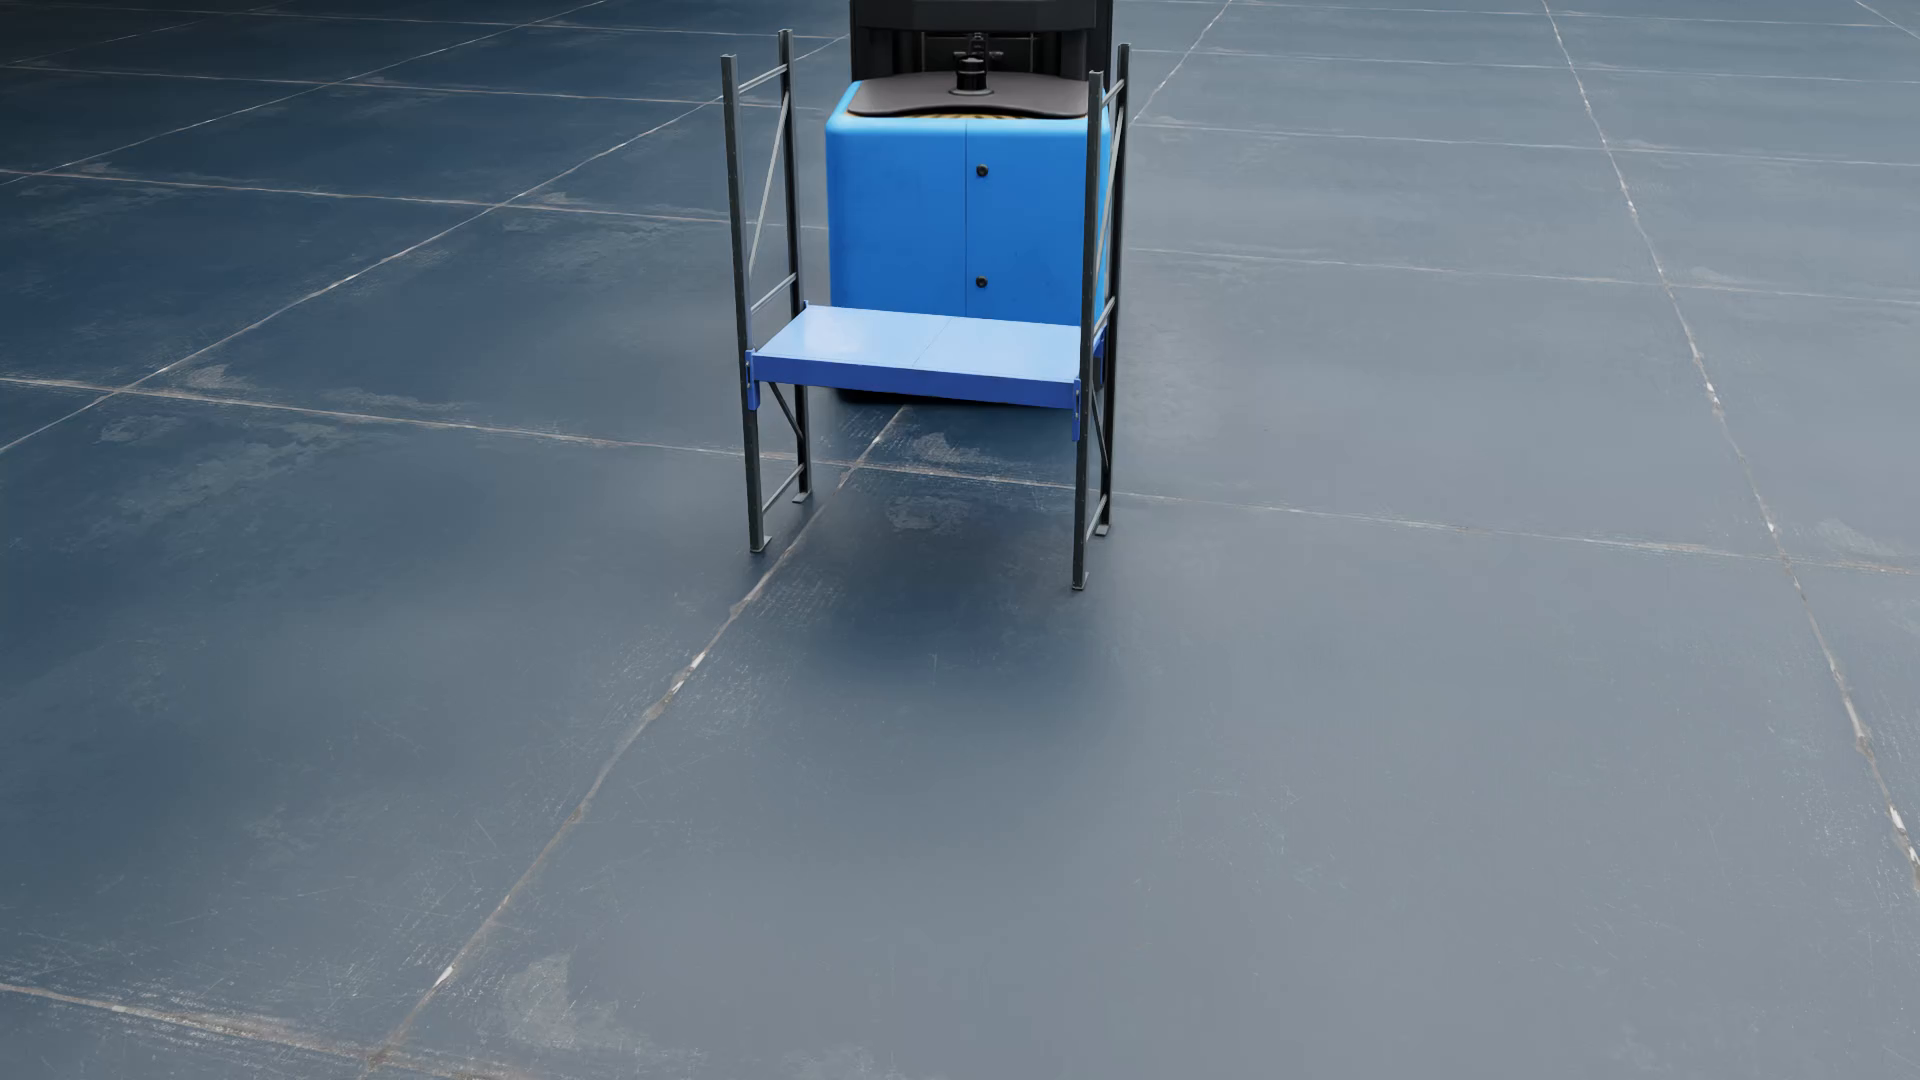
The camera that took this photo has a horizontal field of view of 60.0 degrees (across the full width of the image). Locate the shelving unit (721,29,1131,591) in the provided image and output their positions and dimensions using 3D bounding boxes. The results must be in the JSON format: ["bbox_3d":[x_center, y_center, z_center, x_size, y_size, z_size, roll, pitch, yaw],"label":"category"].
[{"bbox_3d":[-0.083,-0.686,4.947,1.048,1.500,0.538,6,26,13],"label":"shelving unit"}]

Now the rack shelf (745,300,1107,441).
[{"bbox_3d":[-0.083,-0.524,5.024,1.000,0.185,0.538,6,26,13],"label":"rack shelf"}]

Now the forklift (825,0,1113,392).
[{"bbox_3d":[0.101,-2.464,7.016,1.130,2.935,3.031,1,25,3],"label":"forklift"}]

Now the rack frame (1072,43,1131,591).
[{"bbox_3d":[0.410,-0.632,4.832,0.032,1.500,0.500,6,26,13],"label":"rack frame"}]

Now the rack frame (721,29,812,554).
[{"bbox_3d":[-0.575,-0.741,5.061,0.032,1.500,0.500,6,26,13],"label":"rack frame"}]
